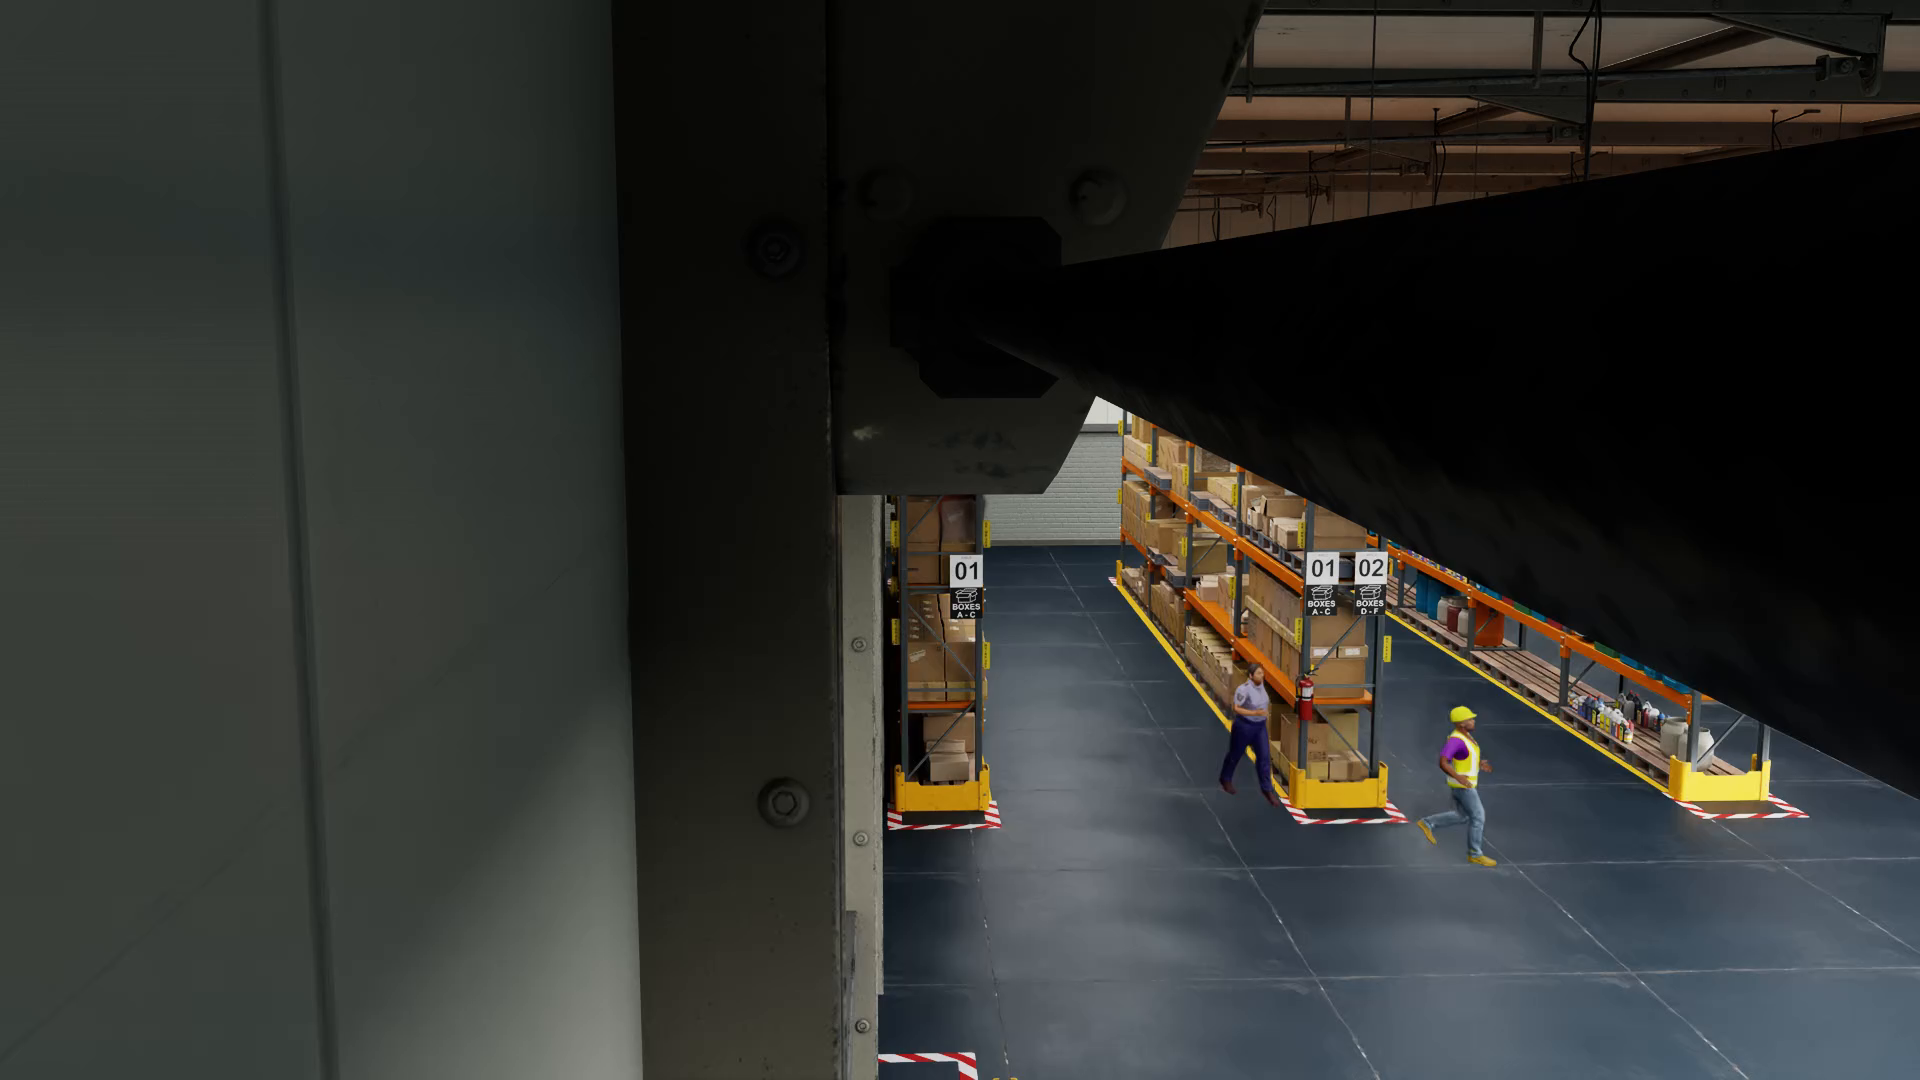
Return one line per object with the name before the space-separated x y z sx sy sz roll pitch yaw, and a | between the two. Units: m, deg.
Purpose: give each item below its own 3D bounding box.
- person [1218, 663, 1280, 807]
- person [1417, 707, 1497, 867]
person | 3.494 2.316 20.068 0.629 1.712 0.836 -6 11 -37
person | 5.512 2.702 18.357 0.866 1.756 0.700 3 9 19
